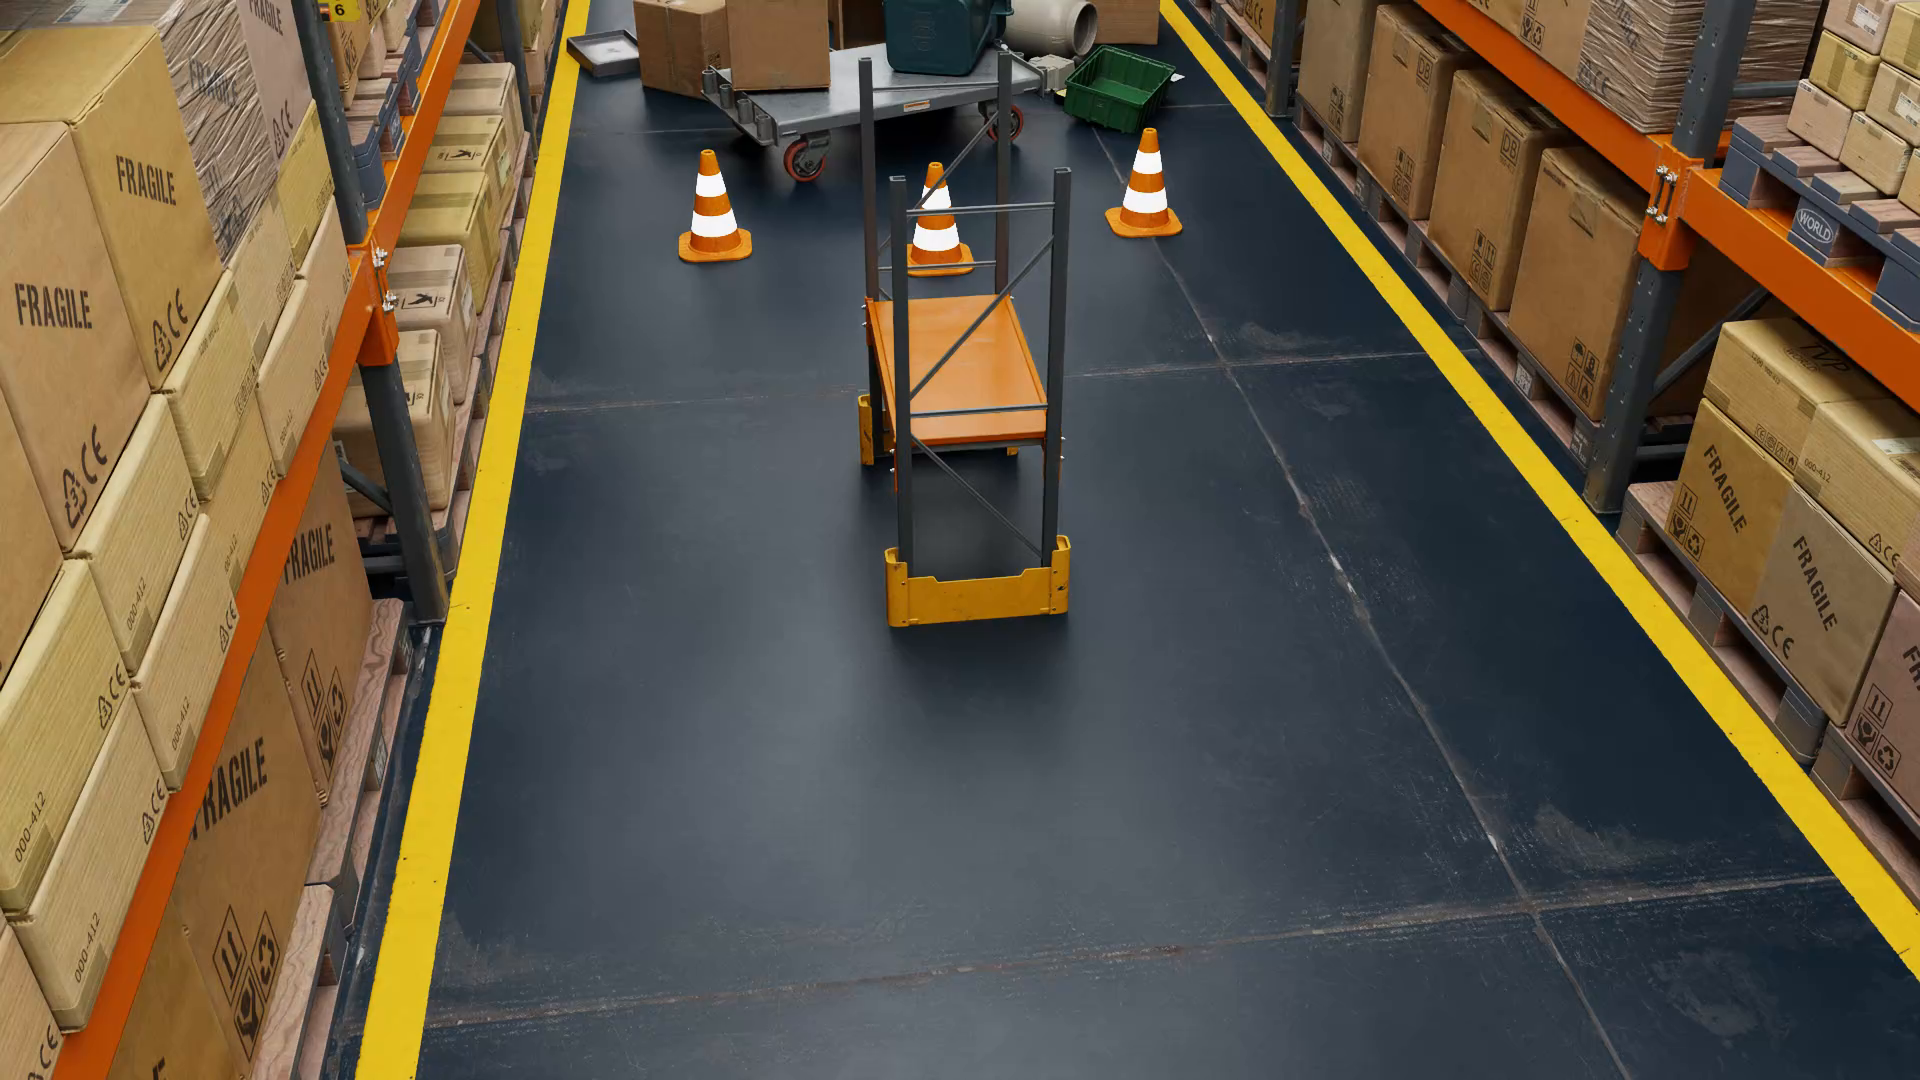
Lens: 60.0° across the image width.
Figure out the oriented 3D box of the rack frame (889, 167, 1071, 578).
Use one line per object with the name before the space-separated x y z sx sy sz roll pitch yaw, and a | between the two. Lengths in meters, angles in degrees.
rack frame | 0.057 -0.384 4.981 0.500 1.500 0.032 -4 35 -6

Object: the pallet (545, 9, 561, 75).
pallet | -2.988 -3.097 10.107 1.003 0.211 1.213 -4 35 -6

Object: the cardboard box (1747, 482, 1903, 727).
cardboard box | 2.647 0.160 4.699 0.500 0.500 0.500 -4 34 -6

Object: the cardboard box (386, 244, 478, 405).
cardboard box | -2.331 -0.778 6.188 0.950 0.372 0.625 -5 35 -7

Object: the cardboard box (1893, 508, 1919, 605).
cardboard box | 2.709 0.119 4.093 0.500 0.250 0.500 -4 34 -6

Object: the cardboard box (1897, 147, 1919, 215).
cardboard box | 2.667 -0.899 4.255 0.380 0.149 0.250 -3 34 -4

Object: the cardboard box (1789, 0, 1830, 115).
cardboard box | 2.941 -1.707 5.502 0.500 0.500 0.500 -4 34 -6

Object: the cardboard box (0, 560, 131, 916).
cardboard box | -1.539 0.285 2.357 0.500 0.250 0.500 -4 34 -6

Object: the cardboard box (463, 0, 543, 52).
cardboard box | -2.507 -2.892 8.733 0.500 0.500 0.500 -3 34 -4

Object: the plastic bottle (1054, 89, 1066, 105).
plastic bottle | 0.663 -2.452 9.294 0.133 0.061 0.283 -24 41 -30

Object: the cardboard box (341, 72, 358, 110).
cardboard box | -2.022 -1.388 4.974 0.380 0.149 0.250 -6 35 -9

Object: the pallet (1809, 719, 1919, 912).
pallet | 2.998 0.874 4.281 1.003 0.211 1.213 -4 35 -6

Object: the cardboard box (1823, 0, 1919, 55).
cardboard box | 2.605 -1.435 4.514 0.380 0.149 0.250 -4 35 -6

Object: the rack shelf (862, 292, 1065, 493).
rack shelf | -0.011 -0.519 5.499 0.538 0.185 1.000 -4 35 -6

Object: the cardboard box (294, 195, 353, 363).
cardboard box | -1.832 -0.638 4.156 0.500 0.250 0.500 -6 35 -8

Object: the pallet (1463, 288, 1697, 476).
pallet | 2.703 -0.688 6.572 1.003 0.211 1.213 -4 35 -6

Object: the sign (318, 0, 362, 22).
sign | -1.608 -1.485 4.238 0.100 0.325 0.005 -4 35 -6

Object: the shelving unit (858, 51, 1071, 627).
shelving unit | -0.010 -0.662 5.390 0.587 1.500 1.083 -4 35 -6

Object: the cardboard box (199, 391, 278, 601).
cardboard box | -1.696 -0.072 3.326 0.500 0.250 0.500 -5 35 -7

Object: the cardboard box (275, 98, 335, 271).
cardboard box | -1.841 -0.857 4.032 0.500 0.250 0.500 -4 35 -7

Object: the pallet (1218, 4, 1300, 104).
pallet | 2.171 -2.904 9.824 1.003 0.211 1.213 -4 35 -6

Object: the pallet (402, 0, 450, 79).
pallet | -2.464 -1.985 6.170 1.003 0.211 1.213 -4 35 -6

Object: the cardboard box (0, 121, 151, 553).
cardboard box | -1.631 -0.302 2.554 0.500 0.500 0.500 -5 35 -7

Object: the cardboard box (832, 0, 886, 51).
cardboard box | -0.355 -3.142 9.793 0.797 0.637 0.503 -4 35 -6

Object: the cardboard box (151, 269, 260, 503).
cardboard box | -1.679 -0.287 3.196 0.500 0.250 0.500 -5 35 -8

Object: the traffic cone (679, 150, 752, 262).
traffic cone | -1.141 -1.561 7.629 0.336 0.463 0.334 -4 35 -6

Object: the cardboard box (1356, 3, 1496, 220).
cardboard box | 2.495 -1.992 7.634 1.050 0.750 0.750 -4 35 -6

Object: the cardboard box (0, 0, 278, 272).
cardboard box | -1.752 -0.863 3.376 0.500 0.500 0.500 -4 34 -6

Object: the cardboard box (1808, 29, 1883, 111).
cardboard box | 2.600 -1.302 4.583 0.380 0.149 0.250 -3 34 -4

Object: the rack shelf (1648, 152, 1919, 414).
rack shelf | 3.003 0.019 3.697 1.077 0.370 4.000 -4 35 -6

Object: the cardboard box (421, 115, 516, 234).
cardboard box | -2.522 -1.589 7.379 0.950 0.372 0.625 -2 34 -3

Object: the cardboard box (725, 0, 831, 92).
cardboard box | -0.936 -2.627 8.488 0.500 0.500 0.500 -4 35 -6

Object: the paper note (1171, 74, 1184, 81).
paper note | 1.208 -2.706 9.694 0.142 0.020 0.147 27 43 34

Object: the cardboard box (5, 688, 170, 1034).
cardboard box | -1.541 0.490 2.501 0.500 0.250 0.500 -5 35 -7

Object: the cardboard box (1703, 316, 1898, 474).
cardboard box | 2.587 -0.442 4.915 0.500 0.250 0.500 -6 35 -9

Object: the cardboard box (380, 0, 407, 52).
cardboard box | -2.029 -1.700 5.431 0.380 0.149 0.250 -4 34 -6

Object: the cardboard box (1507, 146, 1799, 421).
cardboard box | 2.741 -0.985 6.156 1.050 0.750 0.750 -5 35 -7

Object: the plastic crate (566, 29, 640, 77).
plastic crate | -2.094 -2.927 9.974 0.402 0.080 0.583 -16 38 -23

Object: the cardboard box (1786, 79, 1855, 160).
cardboard box | 2.594 -1.199 4.696 0.380 0.149 0.250 -5 35 -7

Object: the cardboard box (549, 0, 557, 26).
cardboard box | -2.664 -3.175 9.814 0.500 0.250 0.500 -5 35 -7

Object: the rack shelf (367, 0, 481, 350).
rack shelf | -2.427 -1.782 6.340 1.077 0.370 4.000 -4 35 -6

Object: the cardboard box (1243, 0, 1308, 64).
cardboard box | 2.181 -3.278 9.411 0.875 0.875 0.875 -4 34 -6

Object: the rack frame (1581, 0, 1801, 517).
rack frame | 2.734 -1.394 5.132 1.000 3.000 0.127 -4 35 -6

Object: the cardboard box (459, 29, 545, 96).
cardboard box | -2.507 -2.582 8.944 0.500 0.250 0.500 -6 35 -9

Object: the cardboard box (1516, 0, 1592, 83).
cardboard box | 2.342 -1.945 5.852 0.500 0.500 0.500 -4 35 -6

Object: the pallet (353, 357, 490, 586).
pallet | -2.261 -0.247 5.925 1.003 0.211 1.213 -4 35 -6

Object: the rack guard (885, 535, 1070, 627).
rack guard | 0.057 0.132 5.334 0.587 0.250 0.087 -4 35 -6

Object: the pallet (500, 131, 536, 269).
pallet | -2.589 -1.608 7.923 1.003 0.211 1.213 -4 35 -6

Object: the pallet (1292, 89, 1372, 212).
pallet | 2.374 -2.049 8.570 1.003 0.211 1.213 -4 35 -6

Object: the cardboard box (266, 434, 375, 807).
cardboard box | -2.147 0.133 4.405 0.875 0.875 0.875 -5 35 -7

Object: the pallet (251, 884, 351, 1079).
pallet | -1.965 1.314 3.634 1.003 0.211 1.213 -4 35 -6

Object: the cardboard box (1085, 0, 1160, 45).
cardboard box | 0.970 -3.383 10.268 0.500 0.500 0.500 1 34 2

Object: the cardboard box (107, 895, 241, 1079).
cardboard box | -1.911 1.130 2.942 0.875 0.875 0.875 -3 34 -5

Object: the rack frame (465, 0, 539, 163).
rack frame | -2.696 -3.195 7.775 1.000 3.000 0.127 -4 35 -6

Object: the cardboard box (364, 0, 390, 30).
cardboard box | -2.066 -1.860 5.089 0.500 0.500 0.500 -3 34 -4

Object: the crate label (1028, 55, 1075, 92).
crate label | 0.518 -2.695 9.583 0.250 0.136 0.298 27 43 34
